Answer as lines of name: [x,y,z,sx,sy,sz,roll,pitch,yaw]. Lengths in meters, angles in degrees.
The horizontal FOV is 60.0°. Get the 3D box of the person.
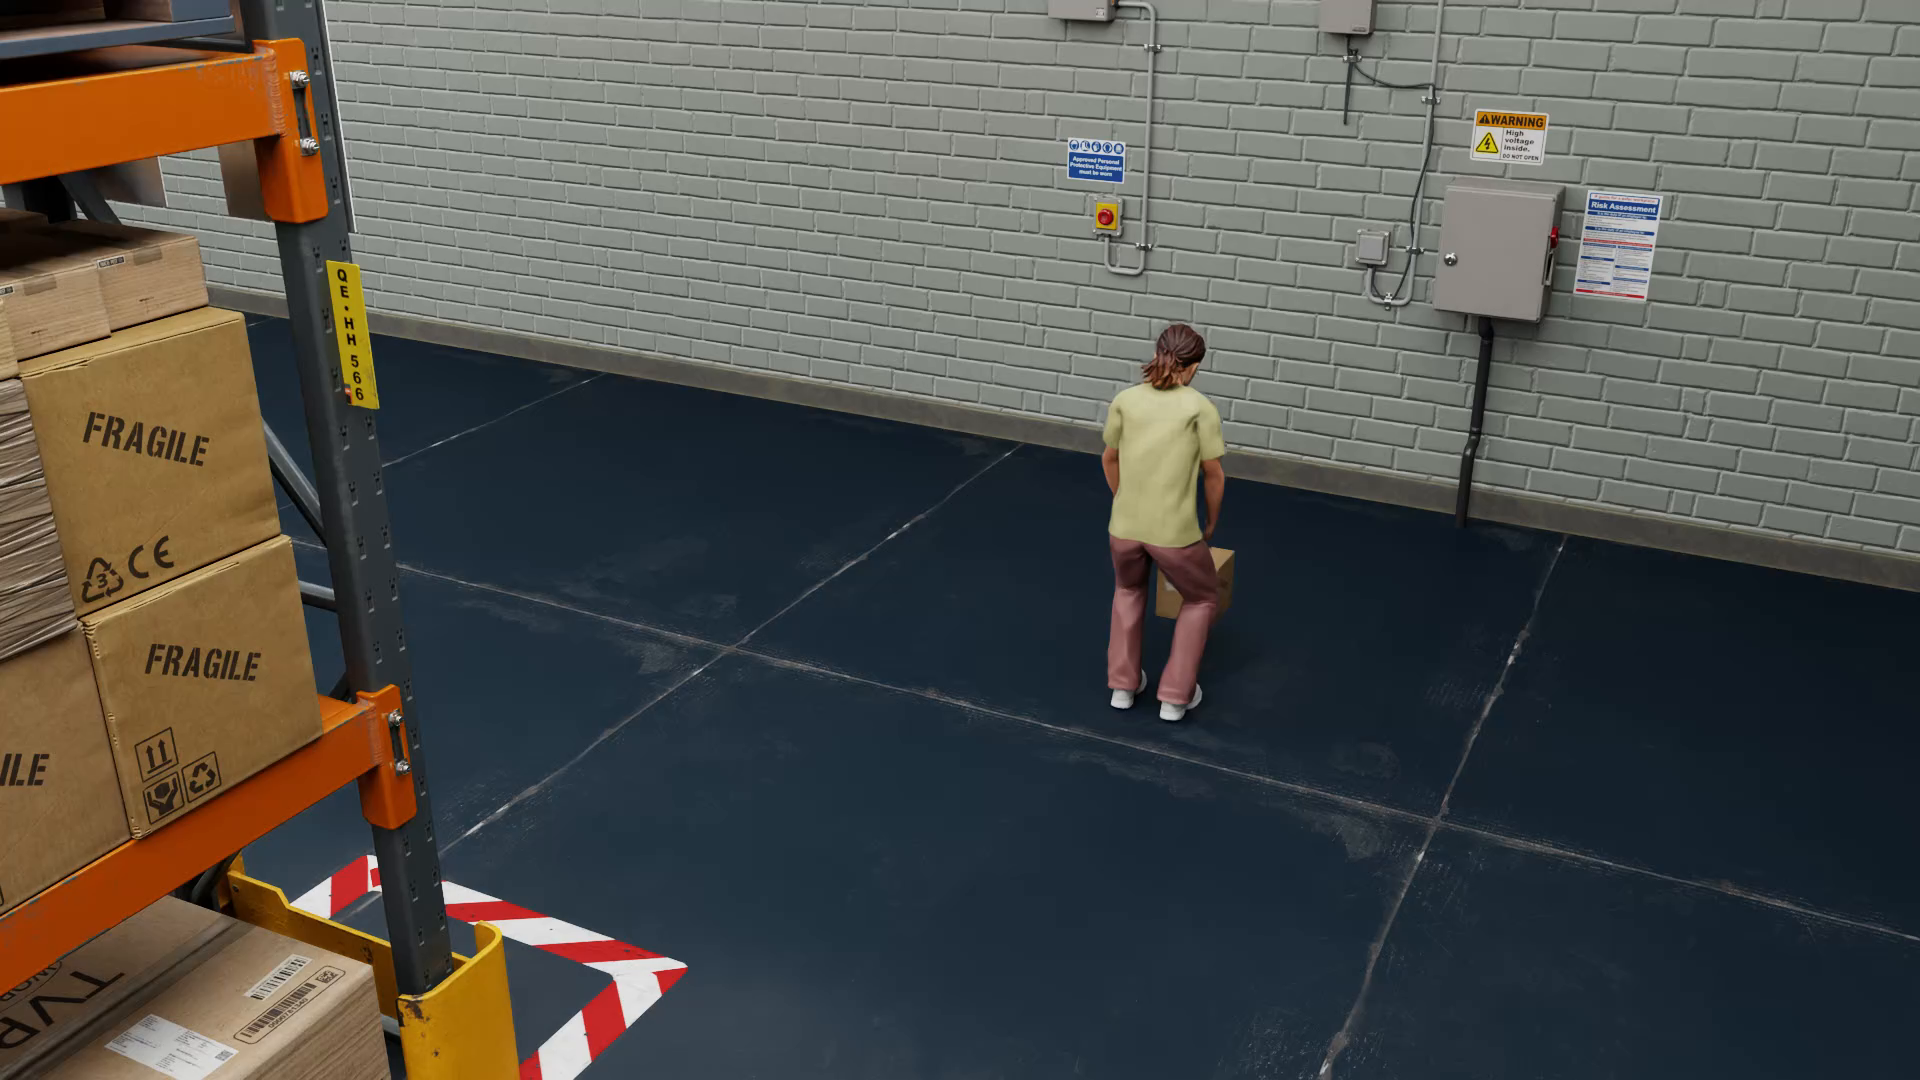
person: [0.769,-0.062,6.462,0.498,1.515,0.533,11,25,25]
